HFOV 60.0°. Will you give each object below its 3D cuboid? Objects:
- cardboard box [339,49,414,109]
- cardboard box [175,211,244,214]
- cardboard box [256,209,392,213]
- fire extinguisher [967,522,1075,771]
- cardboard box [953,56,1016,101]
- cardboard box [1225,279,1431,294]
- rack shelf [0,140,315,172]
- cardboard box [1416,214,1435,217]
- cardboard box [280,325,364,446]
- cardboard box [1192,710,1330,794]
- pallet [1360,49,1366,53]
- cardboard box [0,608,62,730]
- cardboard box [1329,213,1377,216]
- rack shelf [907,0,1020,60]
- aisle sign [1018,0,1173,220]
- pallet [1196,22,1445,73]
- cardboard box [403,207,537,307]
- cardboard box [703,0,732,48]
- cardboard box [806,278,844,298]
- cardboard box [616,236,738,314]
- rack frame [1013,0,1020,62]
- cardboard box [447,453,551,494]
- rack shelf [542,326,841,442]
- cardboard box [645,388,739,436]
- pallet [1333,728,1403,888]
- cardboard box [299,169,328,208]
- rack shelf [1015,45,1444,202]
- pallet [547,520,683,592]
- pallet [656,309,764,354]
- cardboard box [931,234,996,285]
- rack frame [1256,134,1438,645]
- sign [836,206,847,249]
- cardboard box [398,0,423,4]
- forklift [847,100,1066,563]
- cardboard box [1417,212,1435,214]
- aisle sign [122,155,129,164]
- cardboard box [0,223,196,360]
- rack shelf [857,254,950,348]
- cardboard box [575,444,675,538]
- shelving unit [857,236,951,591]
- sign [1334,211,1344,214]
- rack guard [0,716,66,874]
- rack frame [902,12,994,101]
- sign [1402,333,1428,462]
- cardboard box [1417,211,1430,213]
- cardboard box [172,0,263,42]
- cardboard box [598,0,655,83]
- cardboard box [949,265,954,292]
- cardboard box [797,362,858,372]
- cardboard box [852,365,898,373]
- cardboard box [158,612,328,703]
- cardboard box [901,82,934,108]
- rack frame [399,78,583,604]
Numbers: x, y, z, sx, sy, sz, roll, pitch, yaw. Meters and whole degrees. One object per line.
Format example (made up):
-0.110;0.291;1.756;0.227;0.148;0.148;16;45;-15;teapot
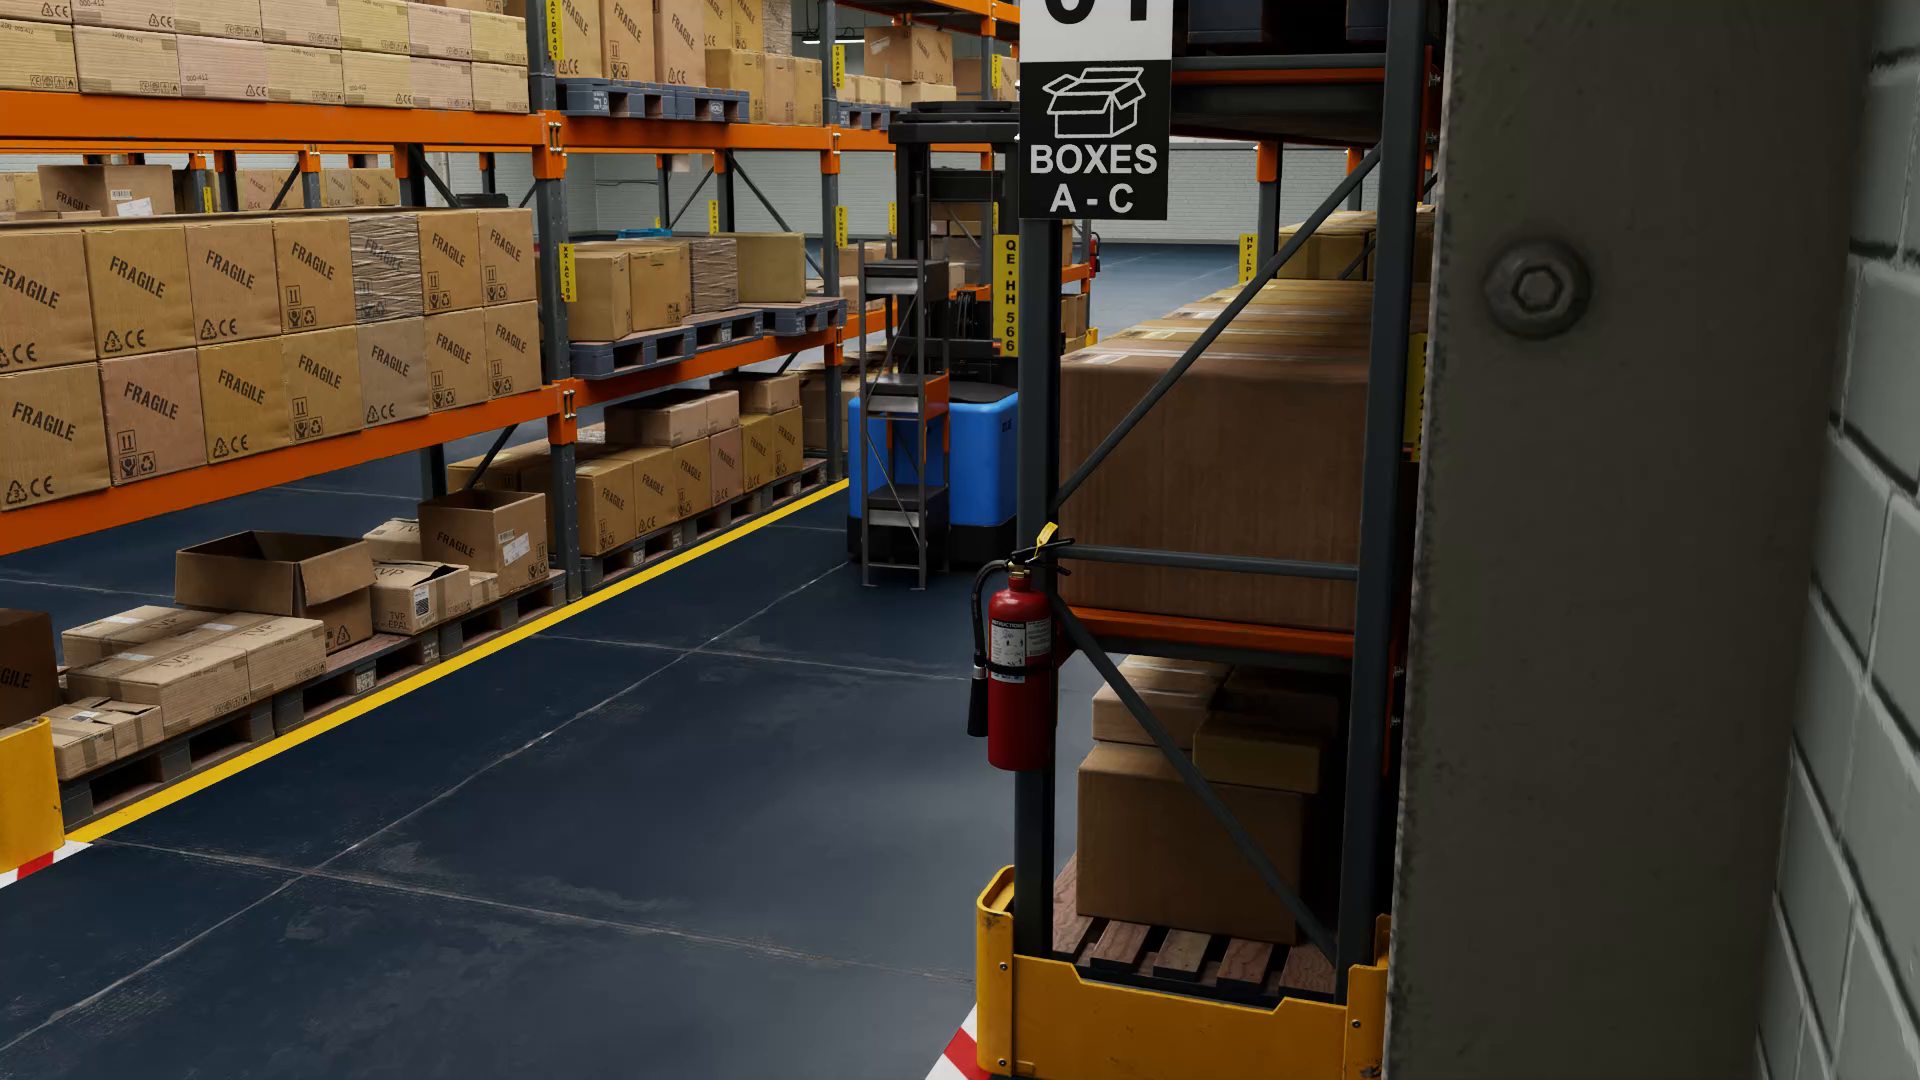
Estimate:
-2.979;-2.191;7.934;0.500;0.250;0.500;4;14;18;cardboard box
-9.327;-3.816;20.565;0.875;0.500;0.500;4;14;18;cardboard box
-3.333;-1.482;8.761;0.500;0.500;0.500;4;13;17;cardboard box
0.161;0.283;4.513;0.296;0.674;0.183;4;14;18;fire extinguisher
0.253;-4.689;17.060;0.500;0.500;0.500;6;14;23;cardboard box
1.750;-0.811;7.618;0.980;0.700;0.700;5;14;19;cardboard box
-6.786;-3.024;12.863;1.077;0.370;4.000;4;14;18;rack shelf
3.163;-1.966;10.730;0.500;0.250;0.500;4;13;17;cardboard box
-3.158;-0.734;7.731;0.500;0.500;0.500;5;14;19;cardboard box
0.927;0.648;5.115;0.380;0.149;0.250;4;14;19;cardboard box
1.666;-2.025;7.071;1.003;0.211;1.213;4;14;18;pallet
-4.099;0.581;6.824;0.500;0.500;0.500;4;14;18;cardboard box
2.671;-1.999;10.873;0.500;0.250;0.500;4;14;18;cardboard box
0.488;-5.618;18.387;1.077;0.370;4.000;4;14;18;rack shelf
0.339;-1.209;4.195;0.394;0.787;0.004;4;14;18;aisle sign
1.270;-1.769;5.949;1.003;0.211;1.213;4;14;18;pallet
-2.666;-1.545;9.035;0.500;0.500;0.500;4;14;19;cardboard box
-1.931;-3.668;11.598;0.500;0.500;0.500;4;14;18;cardboard box
-1.294;-2.006;13.727;0.500;0.311;0.500;5;14;22;cardboard box
-2.027;-1.910;11.938;0.700;0.500;0.500;7;15;29;cardboard box
1.135;-6.585;20.108;1.000;3.000;0.127;4;14;18;rack frame
-2.859;-0.254;10.480;0.500;0.500;0.500;4;14;18;cardboard box
-2.101;-1.204;11.631;1.077;0.370;4.000;4;14;18;rack shelf
-1.875;-0.895;11.606;0.500;0.250;0.500;4;13;17;cardboard box
1.228;0.994;6.651;1.003;0.211;1.213;4;14;18;pallet
-8.671;-4.606;21.781;0.500;0.500;0.500;4;14;18;cardboard box
1.294;-1.468;6.048;1.077;0.370;4.000;4;14;18;rack shelf
-2.520;0.052;10.778;1.003;0.211;1.213;4;14;18;pallet
-2.078;-1.472;11.621;1.003;0.211;1.213;4;14;18;pallet
-0.022;-2.961;17.486;0.700;0.500;0.500;4;13;17;cardboard box
1.941;-0.778;8.146;1.000;3.000;0.127;4;14;18;rack frame
-0.937;-2.465;13.113;0.100;0.325;0.005;4;14;18;sign
-3.165;-2.932;8.372;0.700;0.500;0.500;4;14;18;cardboard box
0.181;-1.561;11.735;1.130;2.935;3.031;4;13;16;forklift
3.334;-2.075;11.206;0.500;0.250;0.500;5;14;20;cardboard box
-12.591;-6.013;25.243;0.394;0.787;0.004;4;14;18;aisle sign
-3.487;-1.013;6.704;0.500;0.500;0.500;5;14;19;cardboard box
-0.333;-1.447;10.018;0.431;0.518;0.480;4;13;16;rack shelf
-2.198;-0.327;10.800;0.500;0.500;0.500;5;14;19;cardboard box
-0.333;-0.778;10.171;0.431;2.100;0.503;4;13;16;shelving unit
2.719;-2.183;11.879;0.100;0.325;0.005;4;14;18;sign
-4.017;0.911;6.364;1.175;0.500;0.348;4;14;18;rack guard
-0.159;-5.743;16.418;1.000;3.000;0.127;4;14;18;rack frame
1.170;-0.355;4.171;0.100;0.325;0.005;4;14;18;sign
4.546;-2.992;16.453;0.500;0.500;0.500;4;14;18;cardboard box
-3.305;-2.224;6.957;0.500;0.250;0.500;4;14;18;cardboard box
-2.320;-3.141;10.368;0.600;0.600;0.600;4;14;18;cardboard box
-0.270;-2.554;16.231;0.396;0.266;0.258;4;13;17;cardboard box
-1.189;-1.457;15.099;0.500;0.311;0.500;4;14;18;cardboard box
-0.677;-1.421;14.940;0.500;0.311;0.500;4;13;17;cardboard box
-3.274;0.530;7.607;0.500;0.250;0.500;4;14;18;cardboard box
-0.543;-4.167;15.649;0.500;0.250;0.500;3;13;13;cardboard box
-2.748;-1.134;9.706;1.000;3.000;0.127;4;14;18;rack frame
